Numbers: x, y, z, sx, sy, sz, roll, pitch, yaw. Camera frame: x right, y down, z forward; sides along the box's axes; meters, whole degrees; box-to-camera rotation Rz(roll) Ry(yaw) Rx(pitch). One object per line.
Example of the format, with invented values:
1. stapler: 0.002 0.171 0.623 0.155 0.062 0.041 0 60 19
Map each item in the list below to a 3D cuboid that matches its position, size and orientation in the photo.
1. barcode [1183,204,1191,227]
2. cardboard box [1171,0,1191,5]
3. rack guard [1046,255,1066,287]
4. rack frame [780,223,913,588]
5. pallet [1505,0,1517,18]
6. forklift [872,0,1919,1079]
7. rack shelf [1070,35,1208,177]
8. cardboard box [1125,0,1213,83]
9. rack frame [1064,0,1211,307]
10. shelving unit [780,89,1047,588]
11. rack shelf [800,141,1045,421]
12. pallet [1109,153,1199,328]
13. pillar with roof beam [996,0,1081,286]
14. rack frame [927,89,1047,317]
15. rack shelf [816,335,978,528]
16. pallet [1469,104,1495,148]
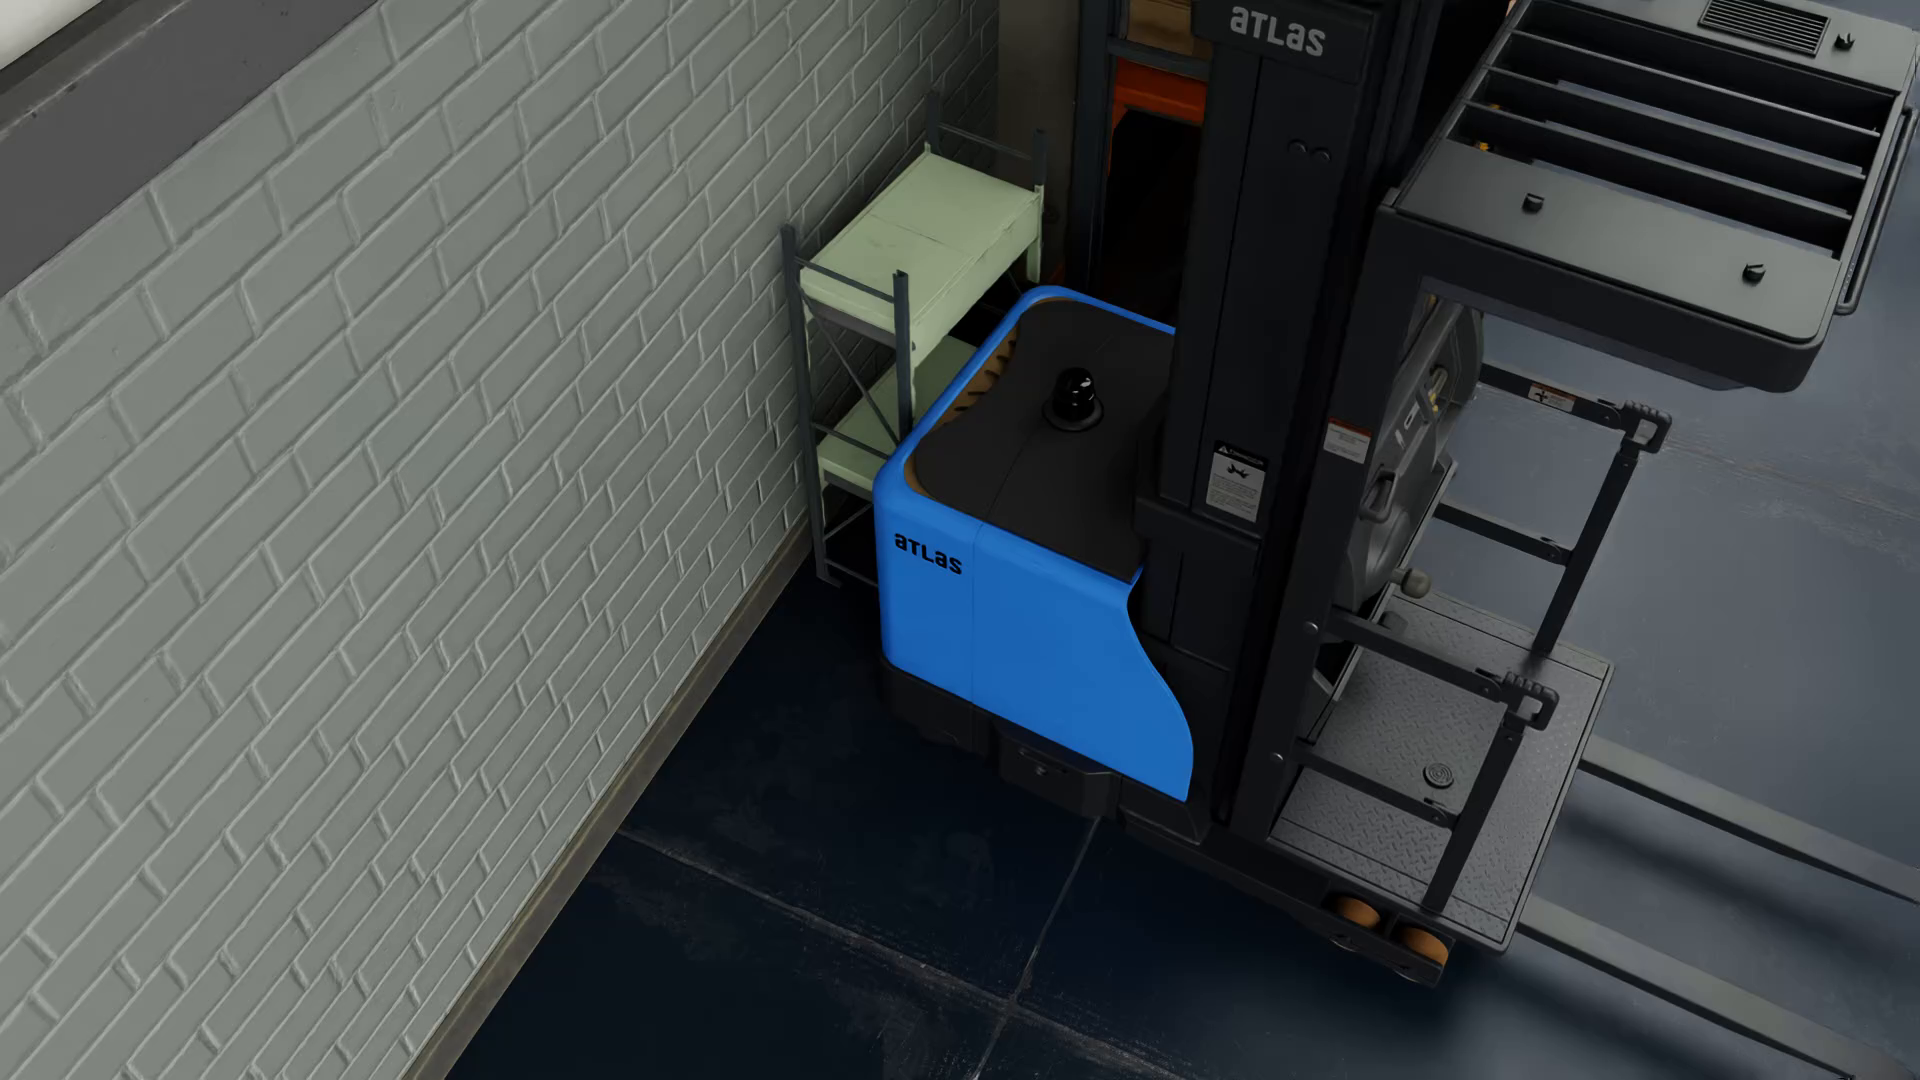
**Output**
1. barcode: 0.858 -1.226 6.294 0.001 0.075 0.075 20 52 16
2. cardboard box: 0.845 -1.957 5.038 0.500 0.500 0.500 19 52 16
3. rack guard: 0.868 -0.604 5.936 1.175 0.500 0.348 20 52 16
4. rack frame: -0.311 -0.288 5.010 0.400 1.500 0.023 25 54 20
5. pallet: 2.289 -2.739 7.942 1.003 0.211 1.213 20 52 16
6. forklift: 1.283 -0.172 3.972 3.031 2.935 1.130 23 54 19
7. rack shelf: 1.690 -2.506 6.385 1.077 0.370 4.000 20 52 16
8. cardboard box: 0.860 -1.705 5.317 0.500 0.250 0.500 20 53 17
9. rack frame: 0.835 -1.362 4.940 1.000 3.000 0.127 20 52 16
10. shelving unit: -0.117 -0.524 5.211 0.431 1.500 0.755 25 54 20
11. rack shelf: -0.117 -0.777 4.914 0.431 0.370 0.720 25 54 20
12. pallet: 1.247 -1.059 6.512 1.003 0.211 1.213 20 52 16
13. pillar with roof beam: 4.245 -2.669 2.112 9.100 9.000 0.400 20 52 16
14. rack frame: 0.077 -0.761 5.412 0.400 1.500 0.023 25 54 20
15. rack shelf: -0.117 -0.313 5.459 0.431 0.370 0.720 25 54 20
16. pallet: 1.769 -1.896 7.225 1.003 0.211 1.213 20 52 16
